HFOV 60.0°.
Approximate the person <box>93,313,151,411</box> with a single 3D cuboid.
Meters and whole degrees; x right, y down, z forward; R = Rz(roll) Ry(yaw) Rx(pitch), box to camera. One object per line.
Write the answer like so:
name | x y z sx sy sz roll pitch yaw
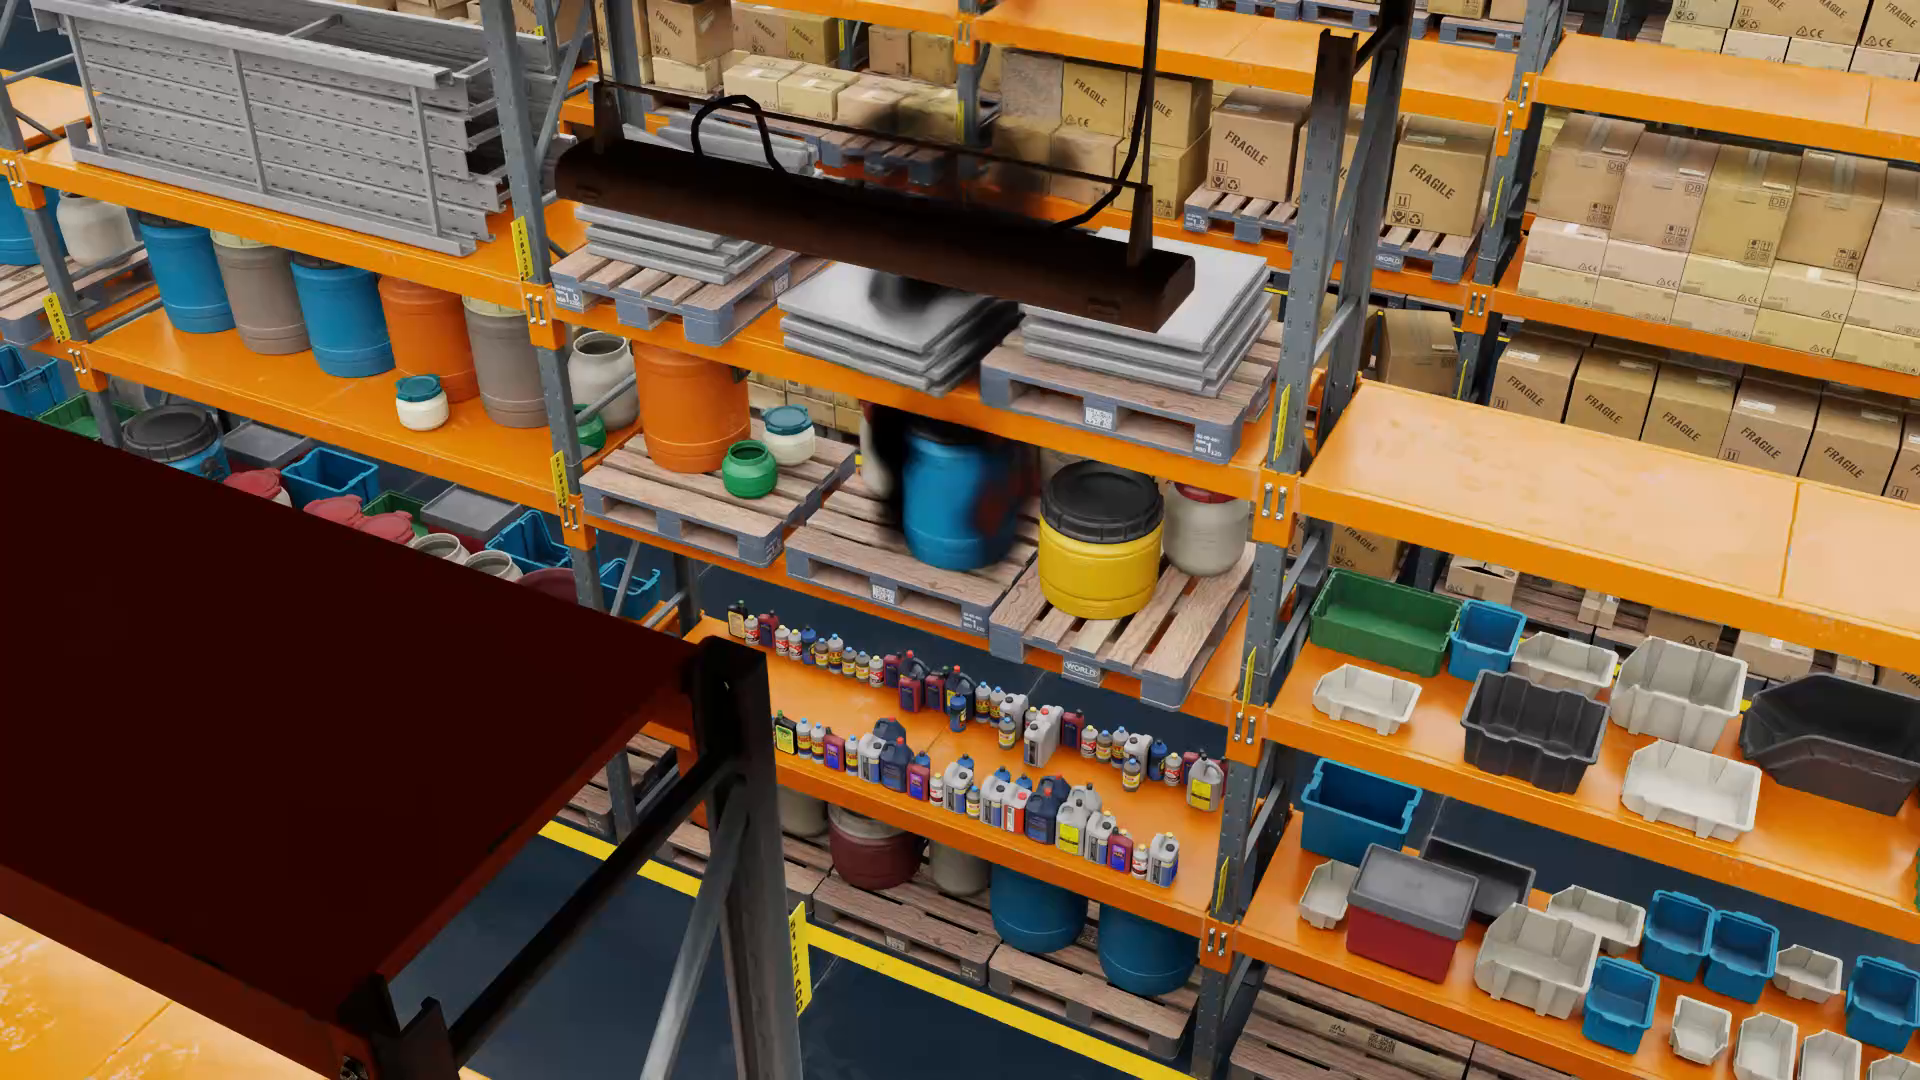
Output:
person | -7.274 -1.482 14.530 0.685 1.671 0.535 4 35 5
